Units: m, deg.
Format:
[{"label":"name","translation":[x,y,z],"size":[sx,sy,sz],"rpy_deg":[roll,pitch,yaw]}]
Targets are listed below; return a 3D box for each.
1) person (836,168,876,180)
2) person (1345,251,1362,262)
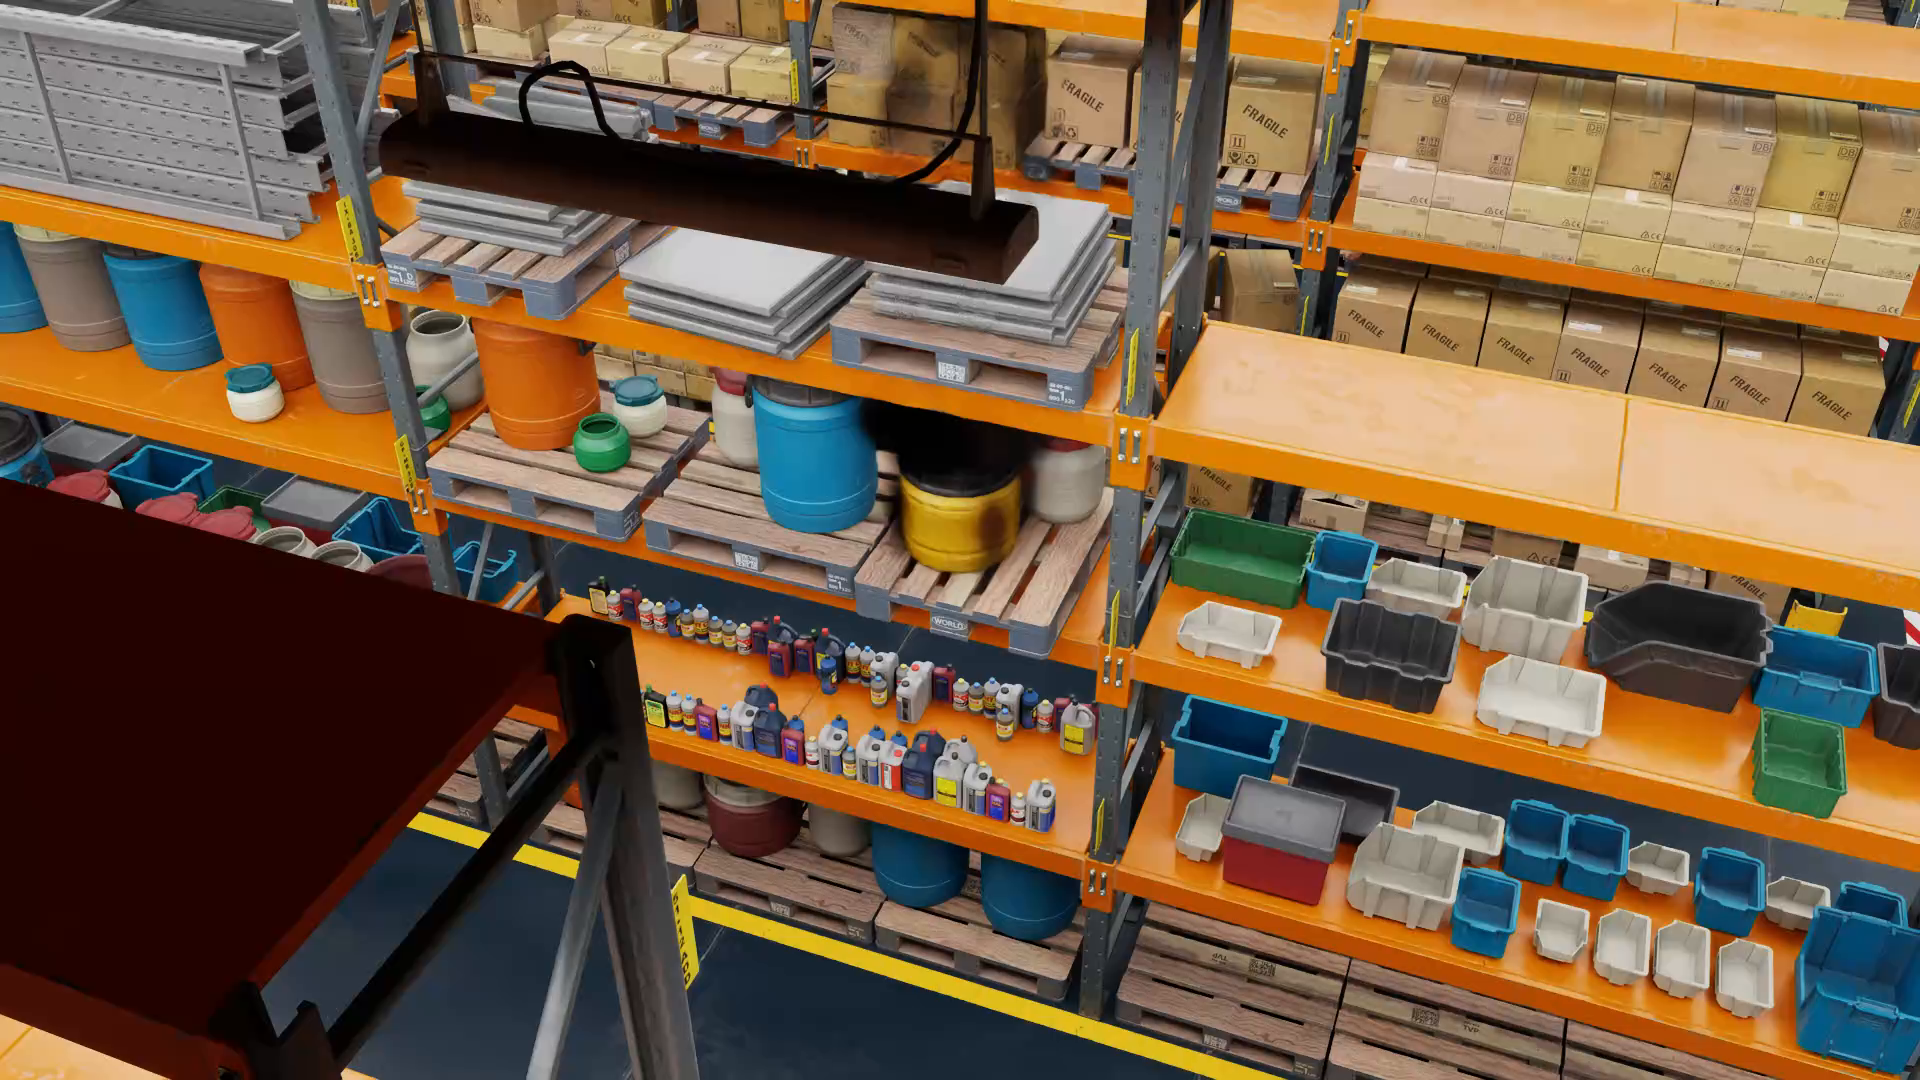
[{"label":"person","translation":[-1.091,-3.113,16.233],"size":[0.685,1.688,0.579],"rpy_deg":[3,37,4]},{"label":"person","translation":[3.889,-2.447,15.224],"size":[0.931,1.778,0.663],"rpy_deg":[8,37,11]}]
